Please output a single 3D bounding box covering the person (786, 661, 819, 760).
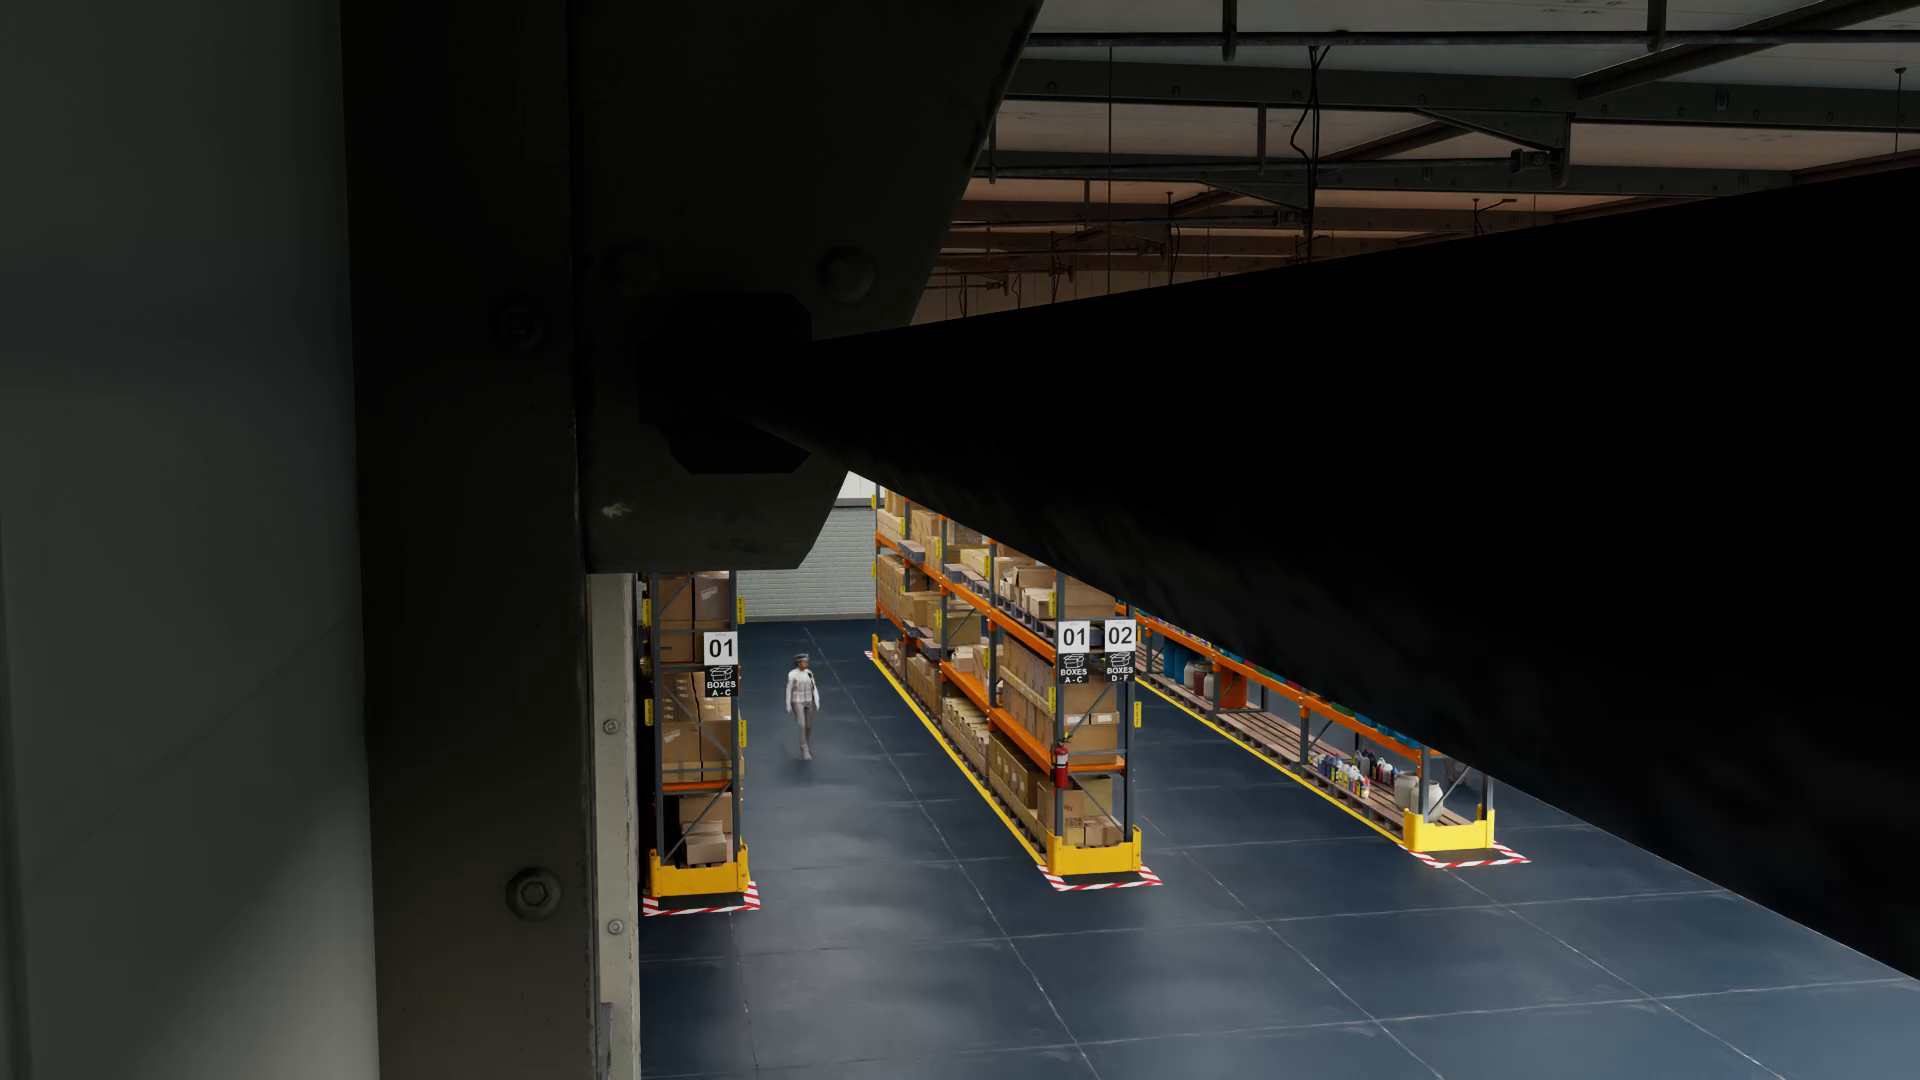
[{"bbox_3d":[-2.537,2.726,27.302,0.463,1.651,0.734,-4,7,-34],"label":"person"}]

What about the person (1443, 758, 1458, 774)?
[{"bbox_3d":[7.592,2.817,25.806,0.483,1.565,0.516,0,6,1],"label":"person"}]
